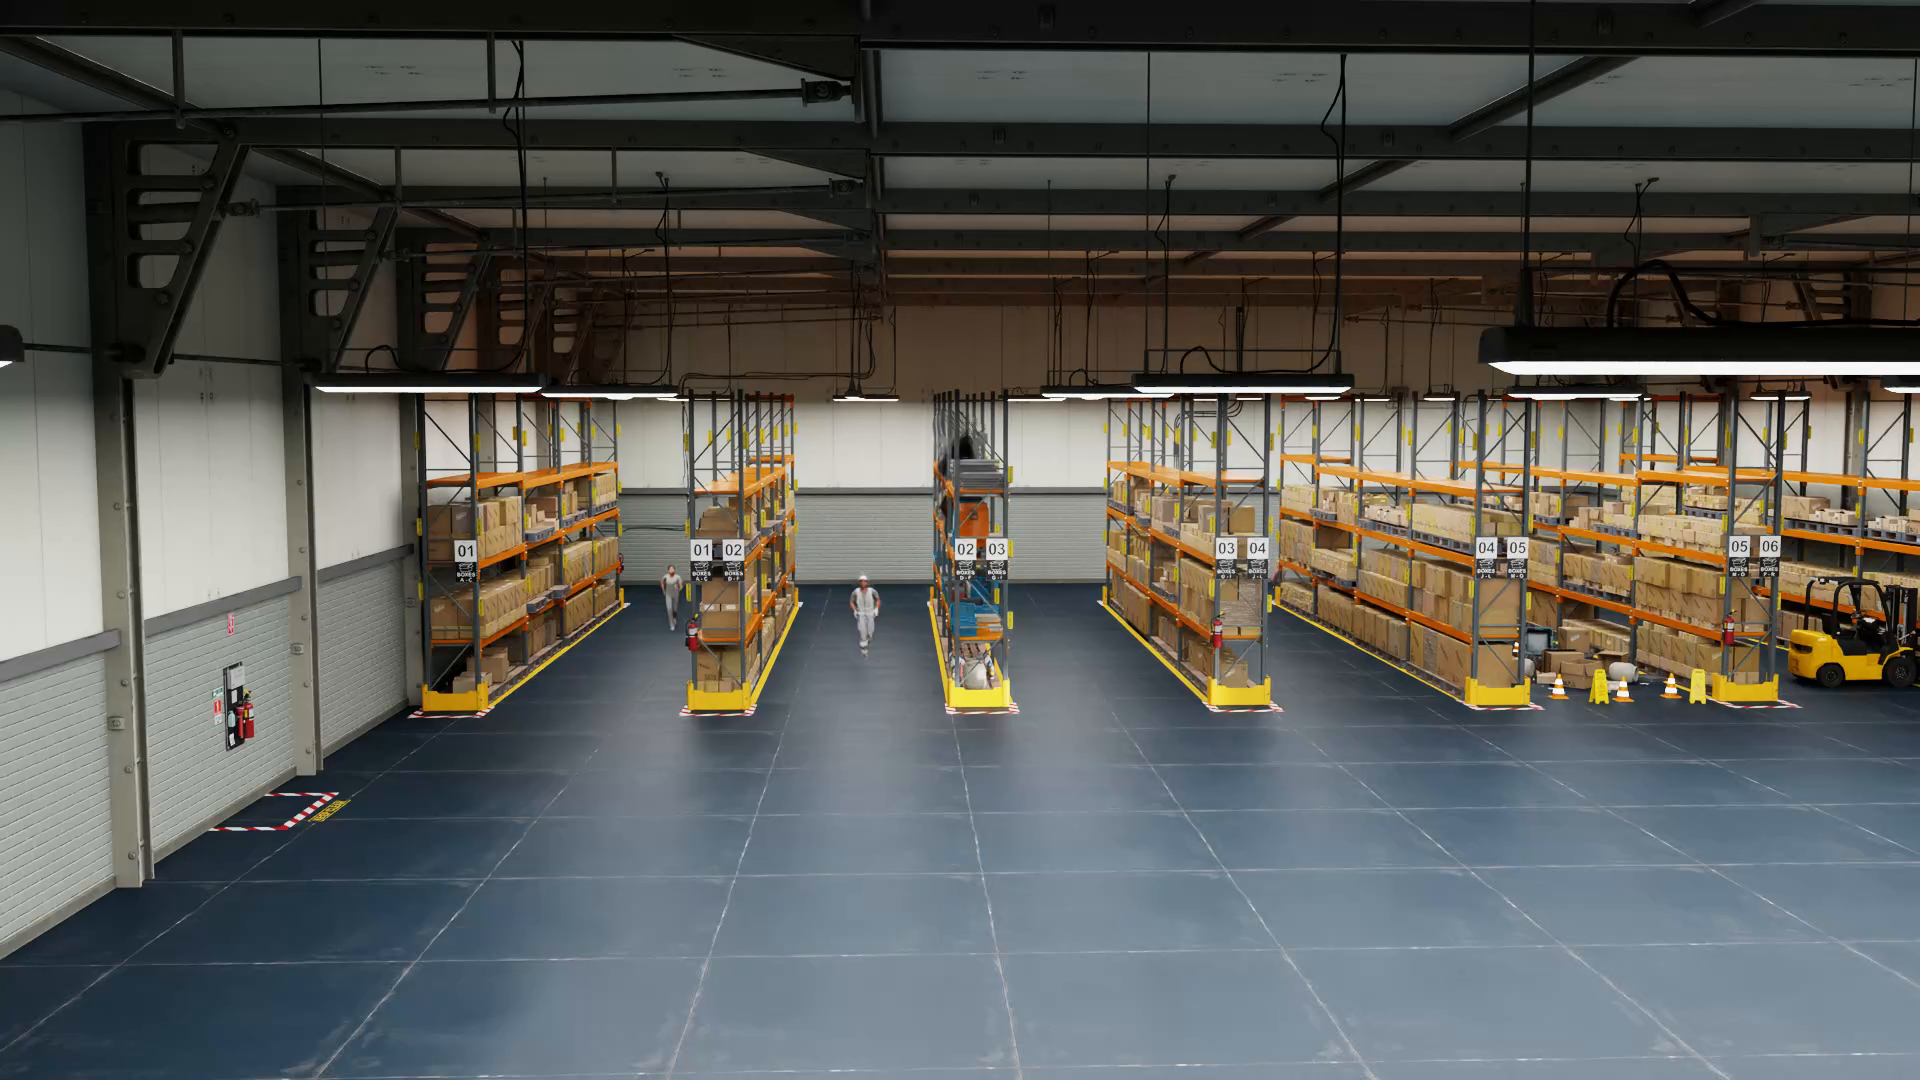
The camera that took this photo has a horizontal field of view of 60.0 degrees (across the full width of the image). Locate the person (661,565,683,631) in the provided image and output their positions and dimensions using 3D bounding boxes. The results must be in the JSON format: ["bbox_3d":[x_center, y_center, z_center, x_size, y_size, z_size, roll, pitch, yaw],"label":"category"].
[{"bbox_3d":[-7.362,1.445,42.491,0.547,1.654,0.877,-1,5,-11],"label":"person"}]

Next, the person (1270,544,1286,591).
[{"bbox_3d":[9.484,1.015,49.280,0.539,1.400,0.569,-3,5,-30],"label":"person"}]

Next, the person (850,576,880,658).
[{"bbox_3d":[-2.047,1.640,35.855,0.655,1.776,0.678,0,5,-4],"label":"person"}]
